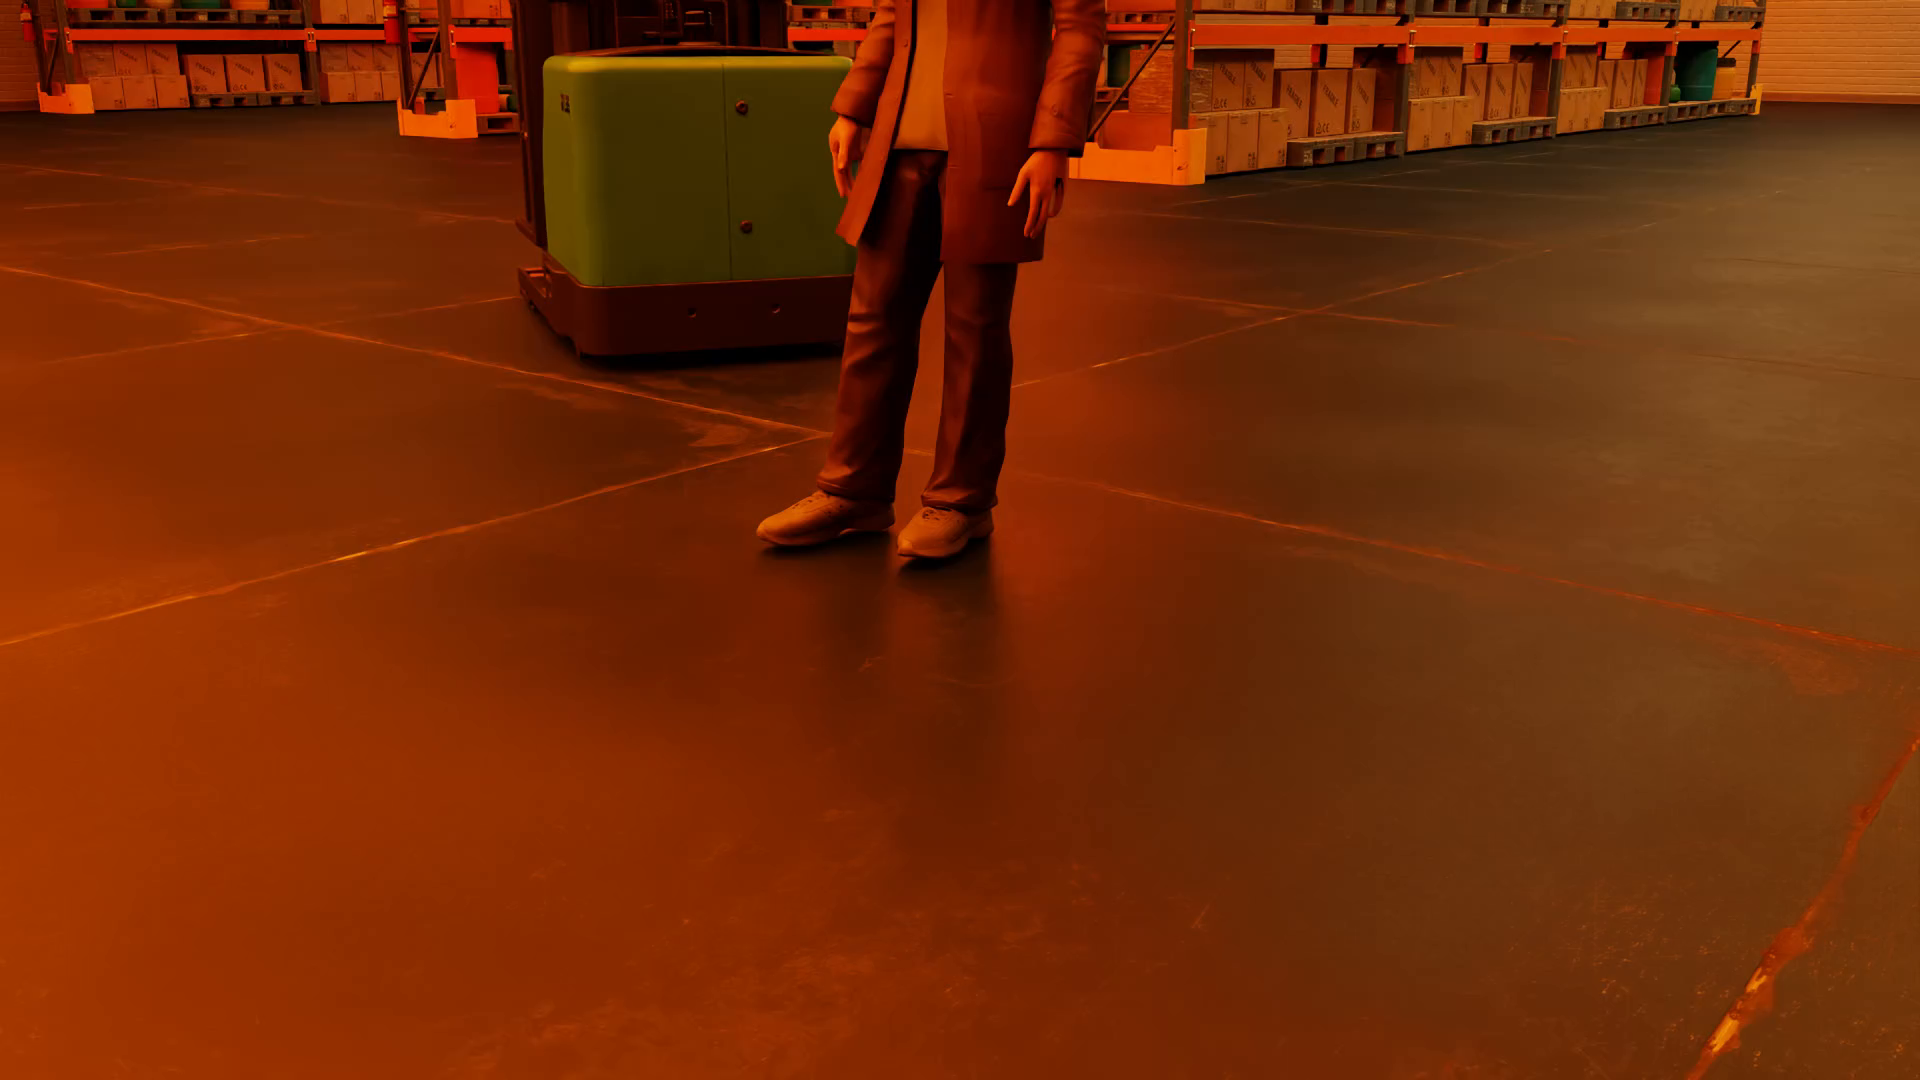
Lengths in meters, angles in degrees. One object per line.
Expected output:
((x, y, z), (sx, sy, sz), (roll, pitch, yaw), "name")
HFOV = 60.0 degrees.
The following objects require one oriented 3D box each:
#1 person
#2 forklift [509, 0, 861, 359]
((-0.061, -0.838, 3.618), (0.696, 1.775, 0.582), (13, 21, 37), "person")
((-1.330, -2.434, 6.913), (1.130, 2.935, 3.031), (-6, 18, -19), "forklift")
